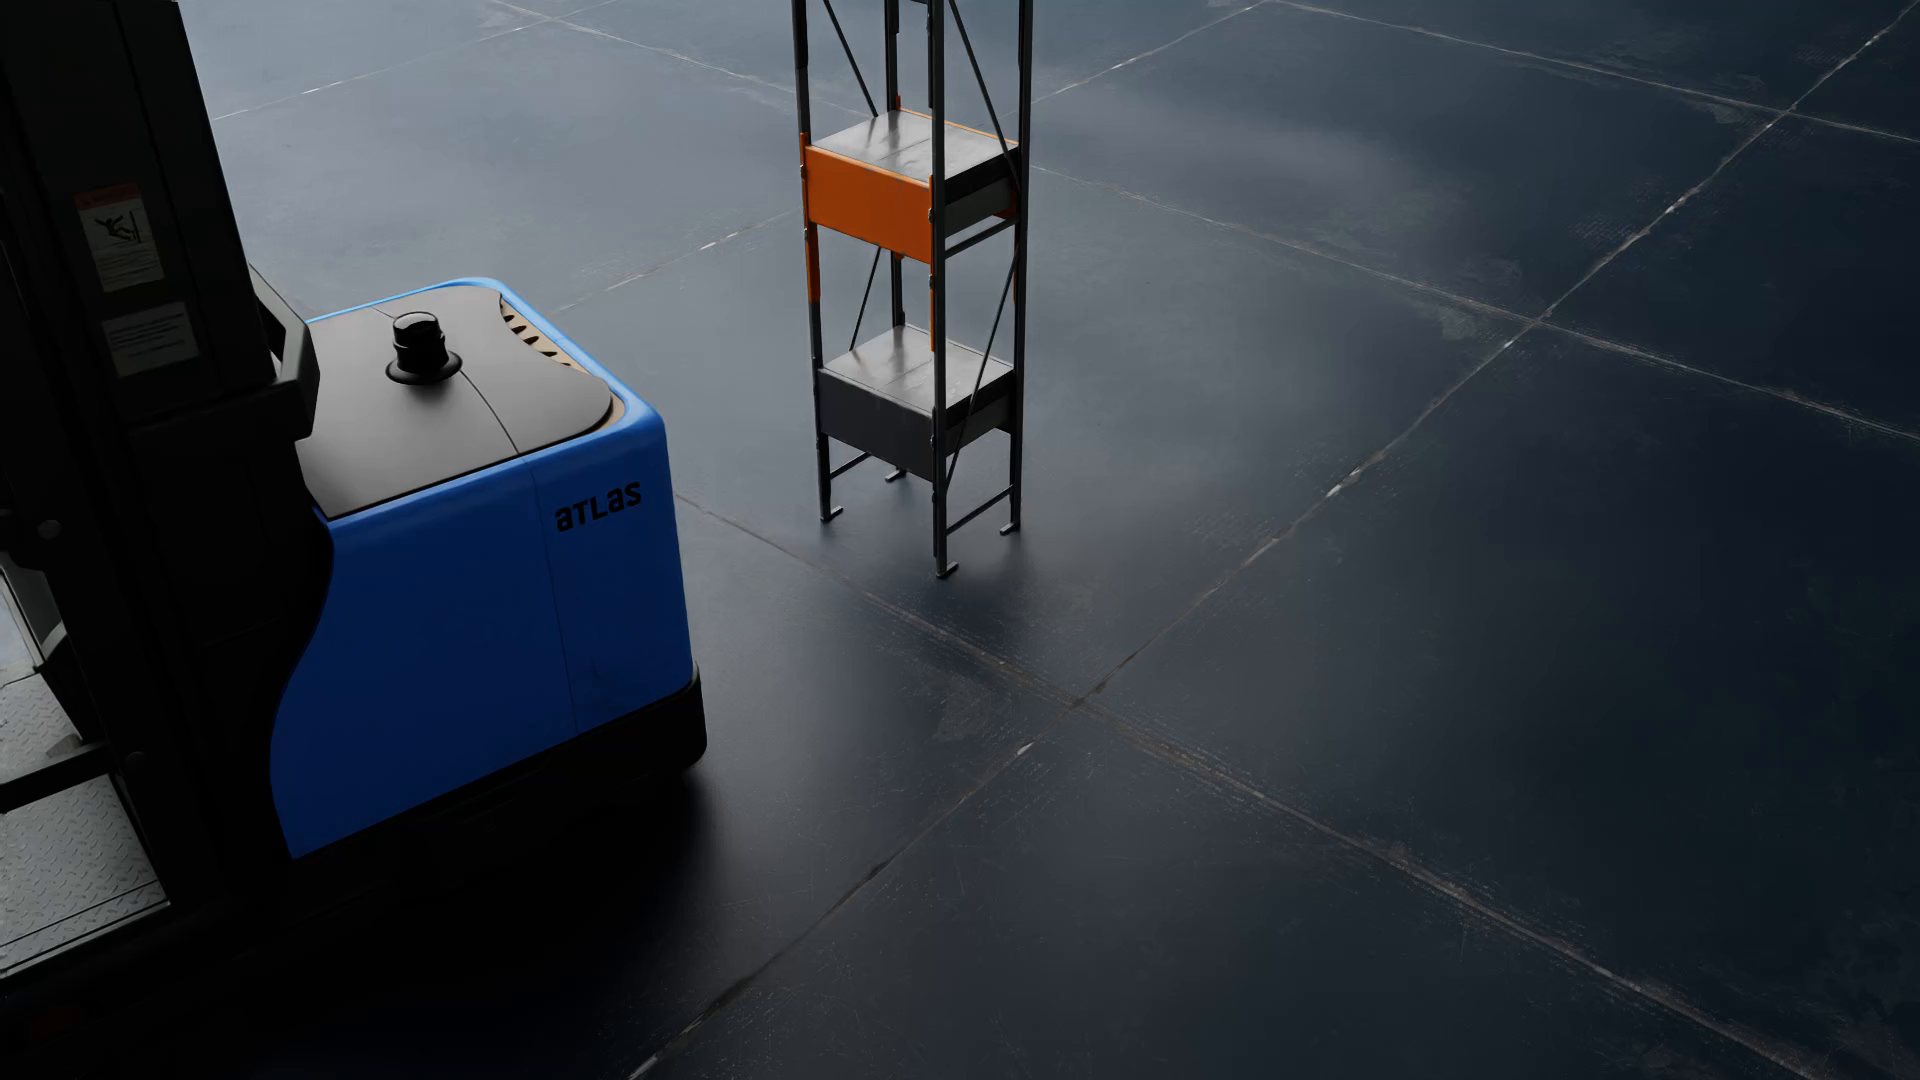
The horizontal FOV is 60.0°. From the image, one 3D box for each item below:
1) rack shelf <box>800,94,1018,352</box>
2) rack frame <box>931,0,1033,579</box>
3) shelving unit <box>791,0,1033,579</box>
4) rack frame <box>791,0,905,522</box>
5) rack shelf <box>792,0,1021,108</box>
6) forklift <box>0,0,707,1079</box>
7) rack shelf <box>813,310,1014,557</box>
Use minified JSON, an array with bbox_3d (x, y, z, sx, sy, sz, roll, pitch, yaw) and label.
[{"bbox_3d":[-0.127,-0.914,4.751,0.480,0.518,0.431,25,42,32],"label":"rack shelf"},{"bbox_3d":[0.060,-0.837,4.614,0.015,2.100,0.400,25,42,32],"label":"rack frame"},{"bbox_3d":[-0.127,-0.926,4.743,0.503,2.100,0.431,25,42,32],"label":"shelving unit"},{"bbox_3d":[-0.315,-1.014,4.872,0.015,2.100,0.400,25,42,32],"label":"rack frame"},{"bbox_3d":[-0.127,-1.491,4.354,0.480,0.518,0.431,25,42,32],"label":"rack shelf"},{"bbox_3d":[-2.143,-0.321,3.128,3.031,2.935,1.130,-23,41,-30],"label":"forklift"},{"bbox_3d":[-0.127,-0.337,5.147,0.480,0.518,0.431,25,42,32],"label":"rack shelf"}]
